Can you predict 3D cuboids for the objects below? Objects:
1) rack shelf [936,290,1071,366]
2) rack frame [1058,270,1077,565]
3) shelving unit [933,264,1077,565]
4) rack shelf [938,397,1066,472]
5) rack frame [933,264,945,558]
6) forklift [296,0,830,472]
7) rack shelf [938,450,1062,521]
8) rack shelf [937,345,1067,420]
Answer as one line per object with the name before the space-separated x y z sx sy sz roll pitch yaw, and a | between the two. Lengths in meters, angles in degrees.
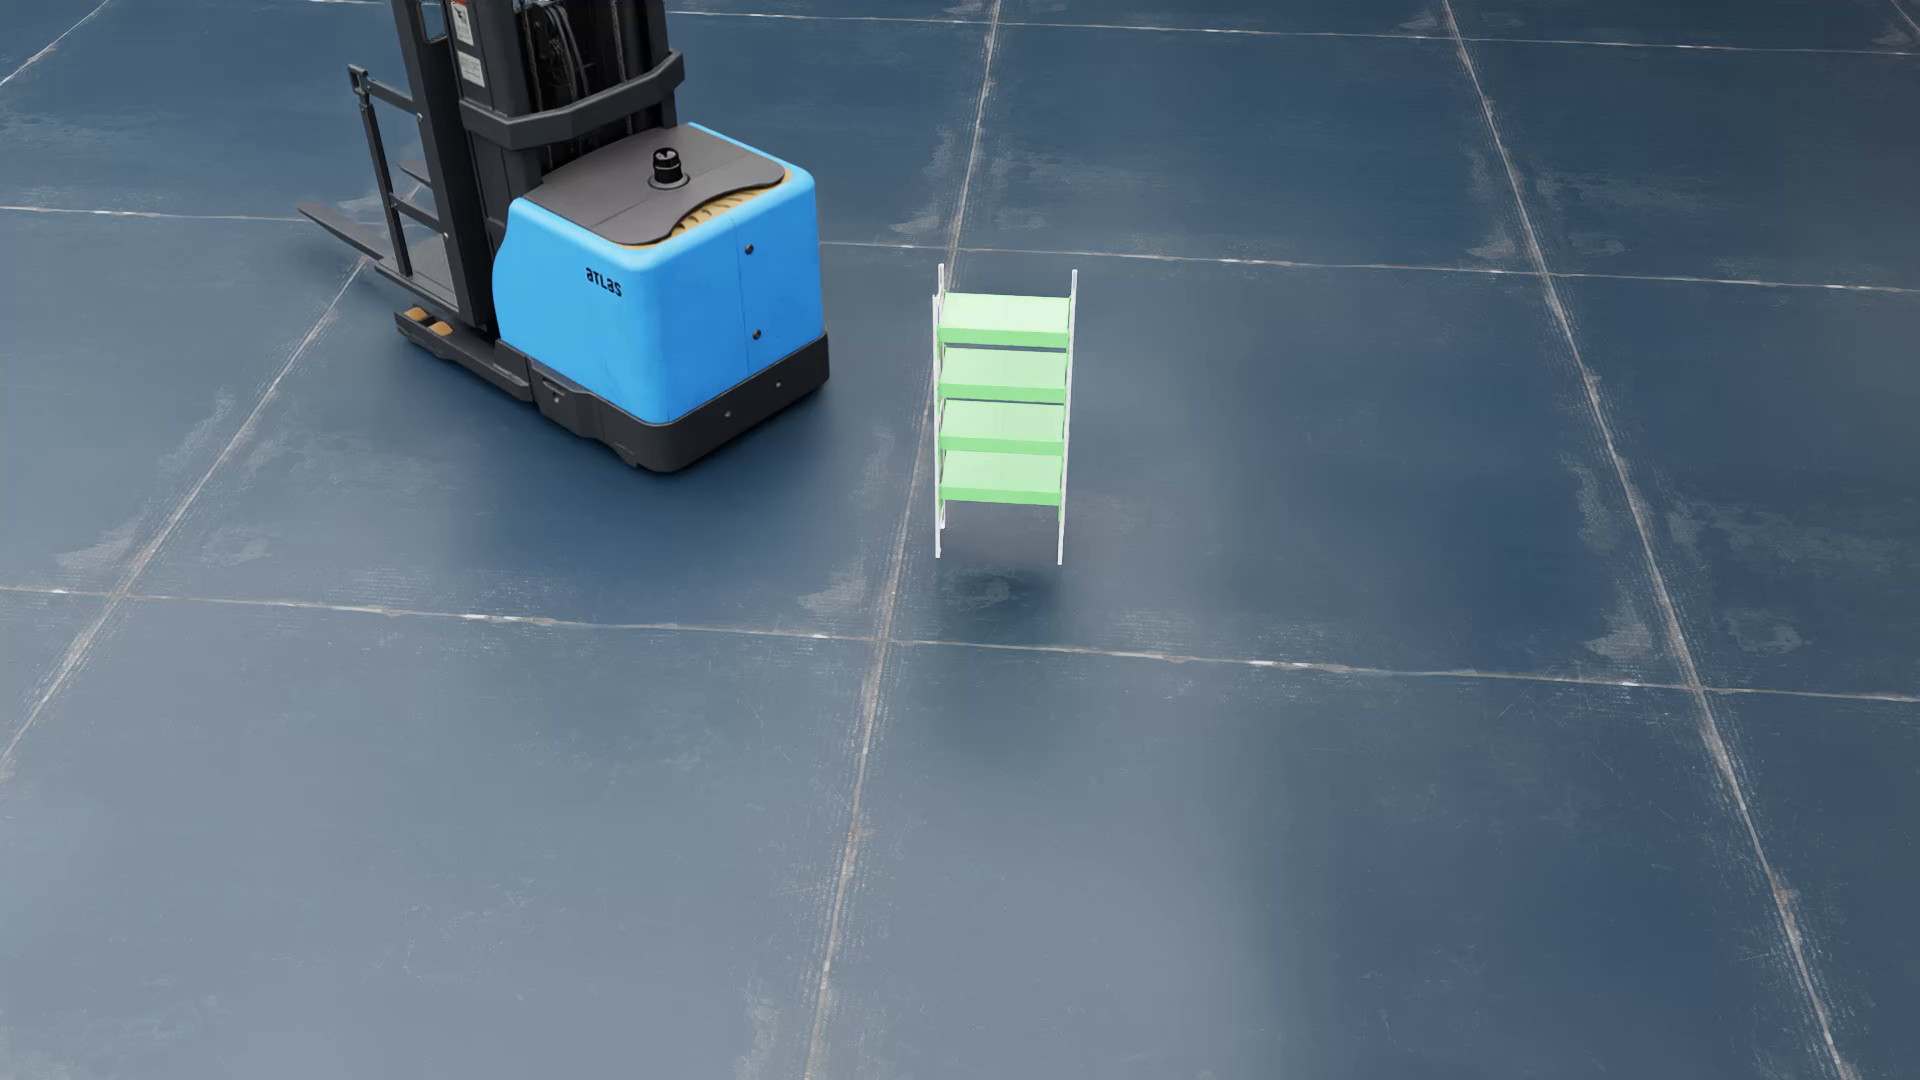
rack shelf | 0.165 -0.779 6.097 0.480 0.148 0.258 3 39 4
rack frame | 0.408 -0.443 6.344 0.015 1.200 0.240 3 39 4
shelving unit | 0.165 -0.456 6.360 0.503 1.200 0.258 3 39 4
rack shelf | 0.165 -0.407 6.400 0.480 0.148 0.258 3 39 4
rack frame | -0.078 -0.470 6.376 0.015 1.200 0.240 3 39 4
forklift | -2.035 -2.214 7.148 3.031 2.935 1.130 29 47 31
rack shelf | 0.165 -0.221 6.552 0.480 0.148 0.258 3 39 4
rack shelf | 0.165 -0.593 6.249 0.480 0.148 0.258 3 39 4
